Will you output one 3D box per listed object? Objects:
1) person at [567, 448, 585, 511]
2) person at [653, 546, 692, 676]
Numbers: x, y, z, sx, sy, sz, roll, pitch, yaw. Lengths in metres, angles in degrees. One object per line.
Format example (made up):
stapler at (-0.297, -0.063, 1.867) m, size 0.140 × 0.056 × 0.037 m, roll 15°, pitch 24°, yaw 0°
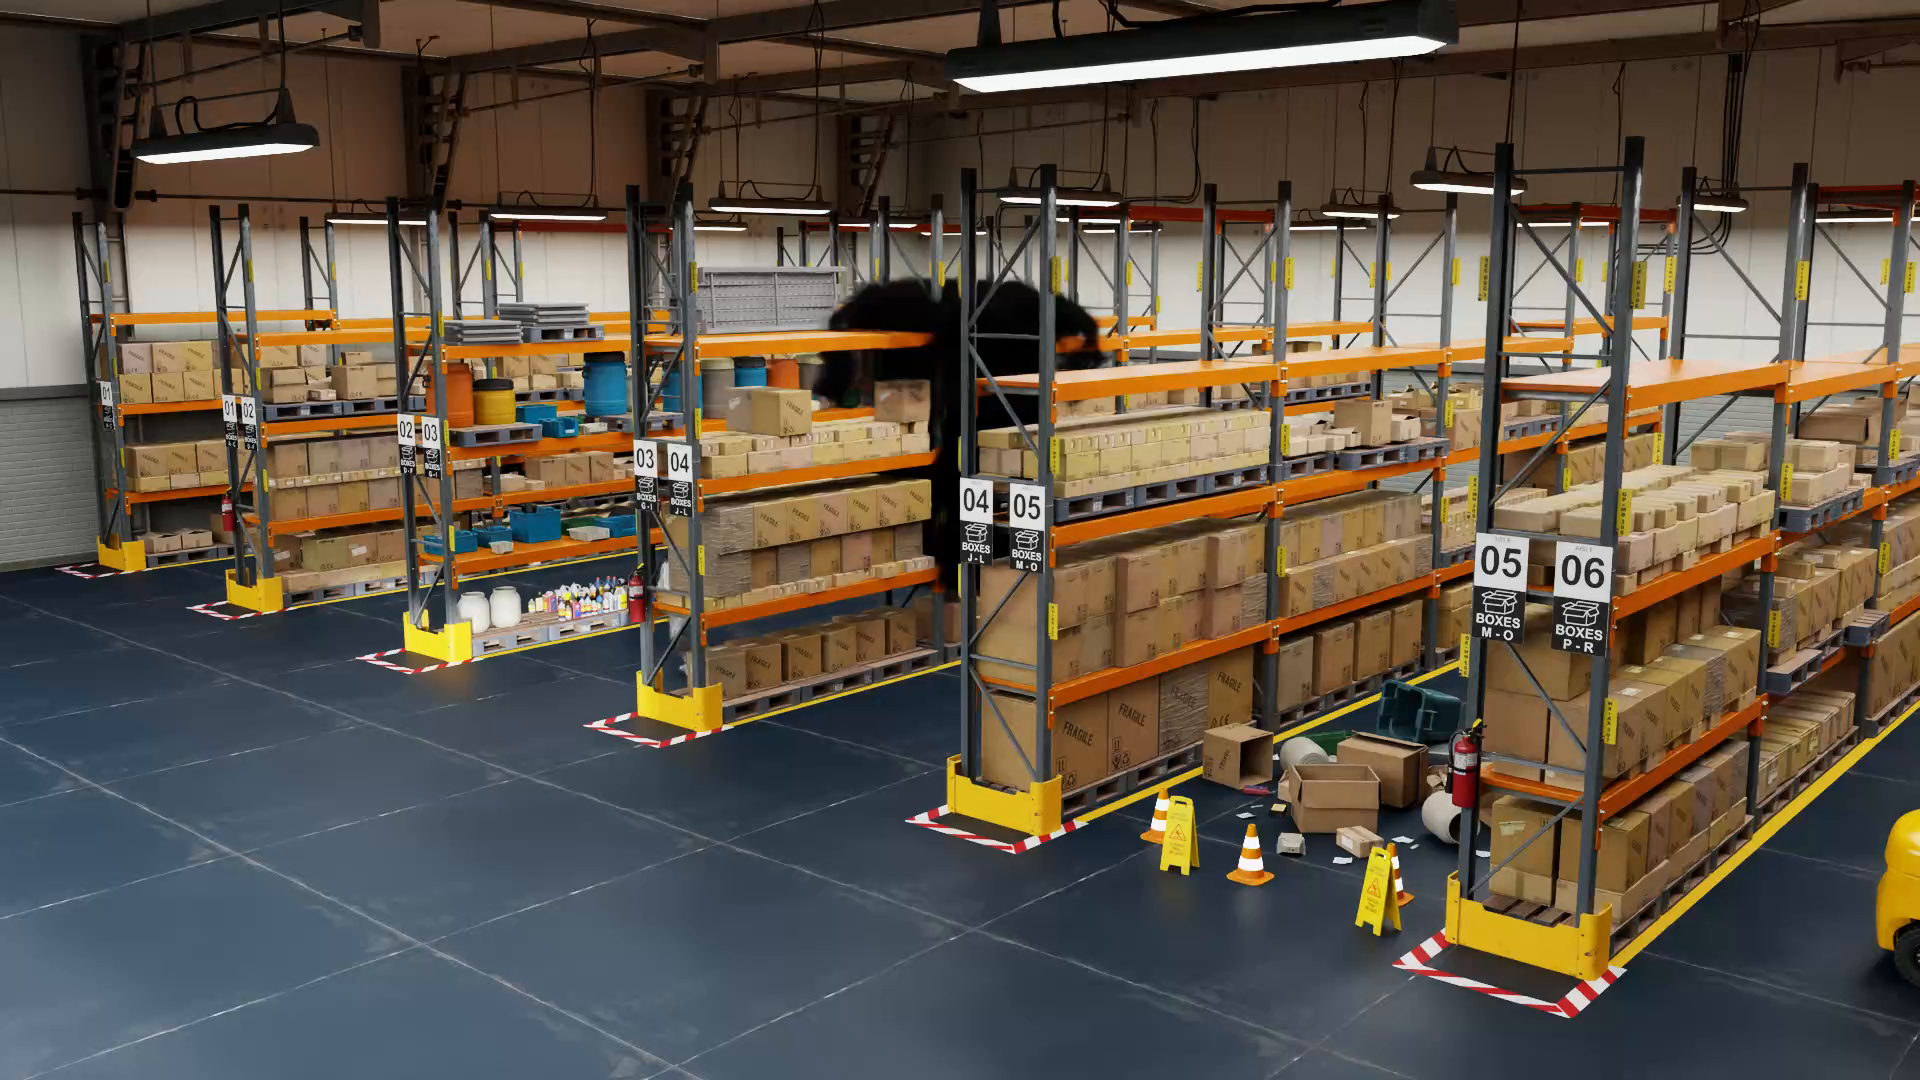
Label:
person at (-7.589, -1.085, 32.796) m, size 0.538 × 1.771 × 0.786 m, roll 6°, pitch 11°, yaw 34°
person at (-3.550, 0.840, 20.959) m, size 0.650 × 1.768 × 0.683 m, roll 6°, pitch 11°, yaw 31°
